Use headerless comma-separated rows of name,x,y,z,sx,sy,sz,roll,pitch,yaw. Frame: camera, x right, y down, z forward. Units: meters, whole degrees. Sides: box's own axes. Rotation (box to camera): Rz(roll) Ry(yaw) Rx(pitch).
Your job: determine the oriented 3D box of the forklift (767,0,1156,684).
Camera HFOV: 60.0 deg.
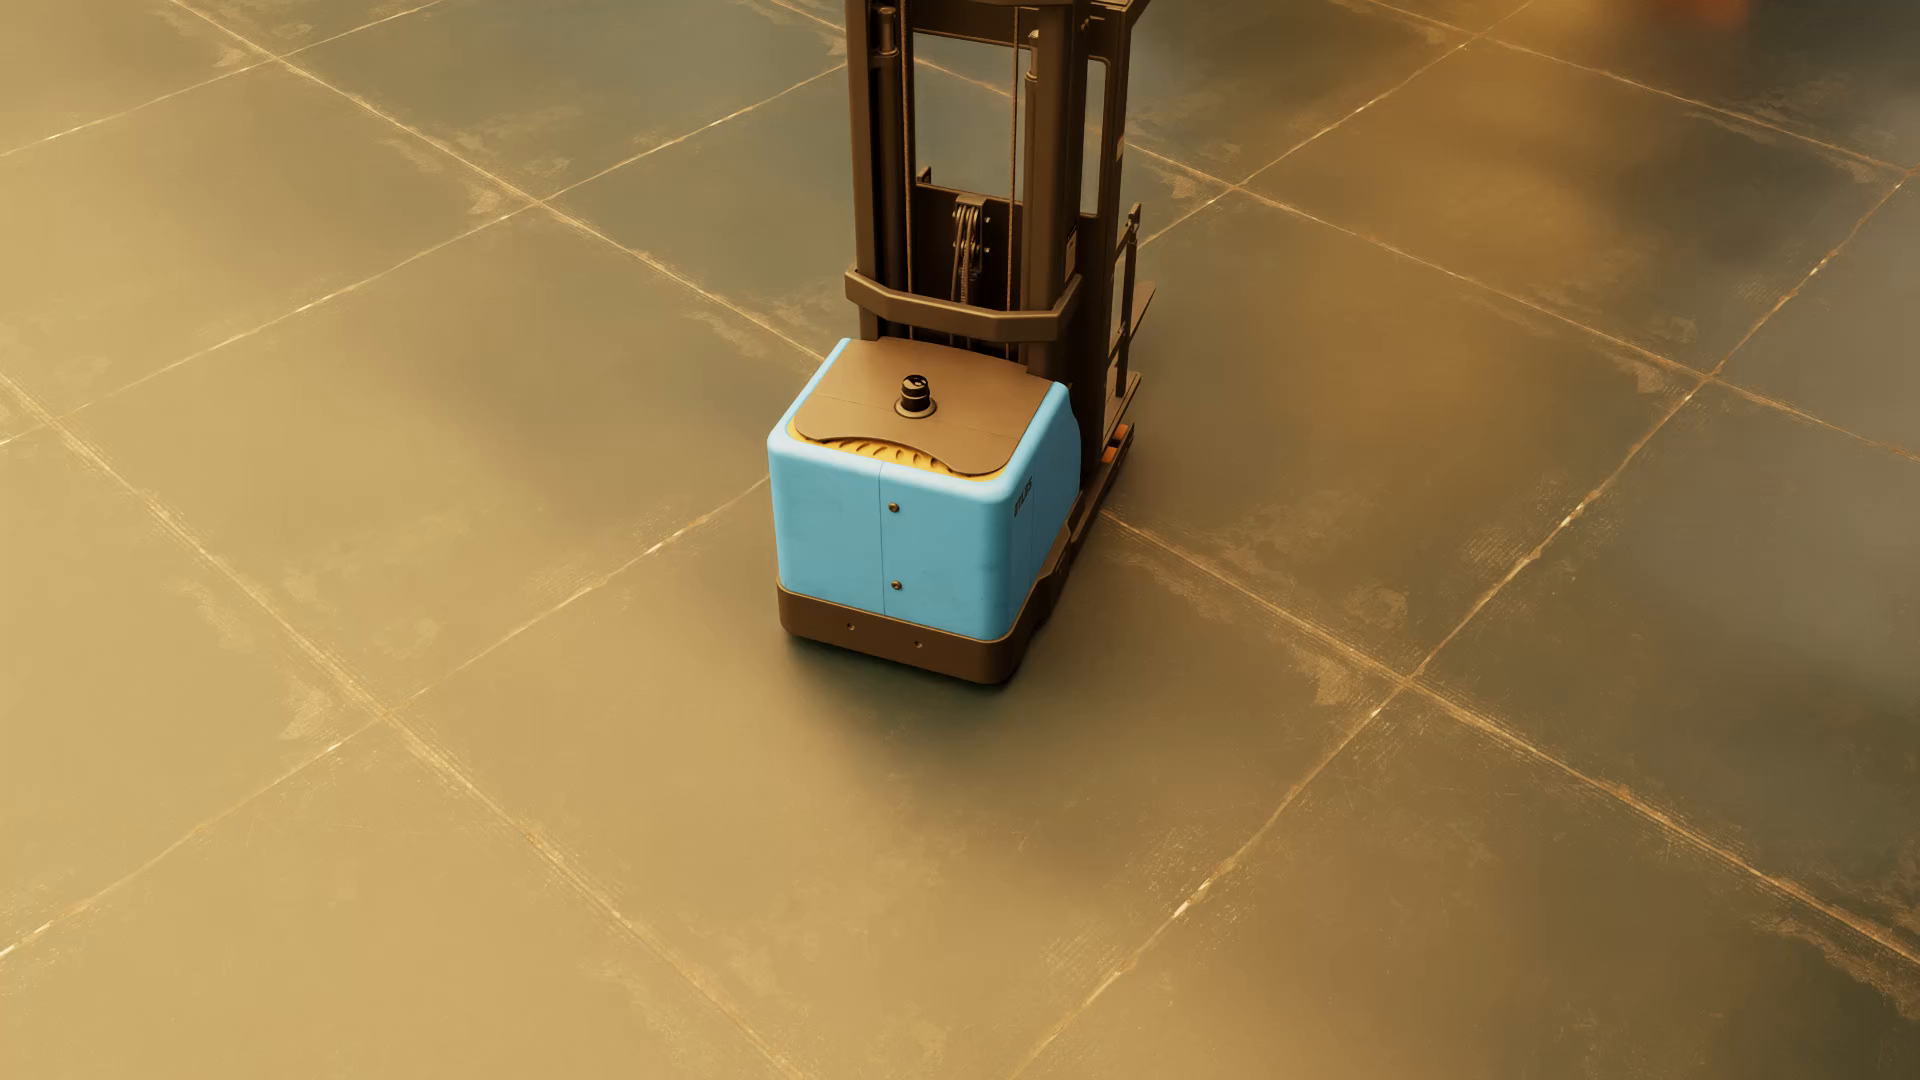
forklift,0.211,-1.484,7.158,1.130,2.935,3.031,14,42,15
